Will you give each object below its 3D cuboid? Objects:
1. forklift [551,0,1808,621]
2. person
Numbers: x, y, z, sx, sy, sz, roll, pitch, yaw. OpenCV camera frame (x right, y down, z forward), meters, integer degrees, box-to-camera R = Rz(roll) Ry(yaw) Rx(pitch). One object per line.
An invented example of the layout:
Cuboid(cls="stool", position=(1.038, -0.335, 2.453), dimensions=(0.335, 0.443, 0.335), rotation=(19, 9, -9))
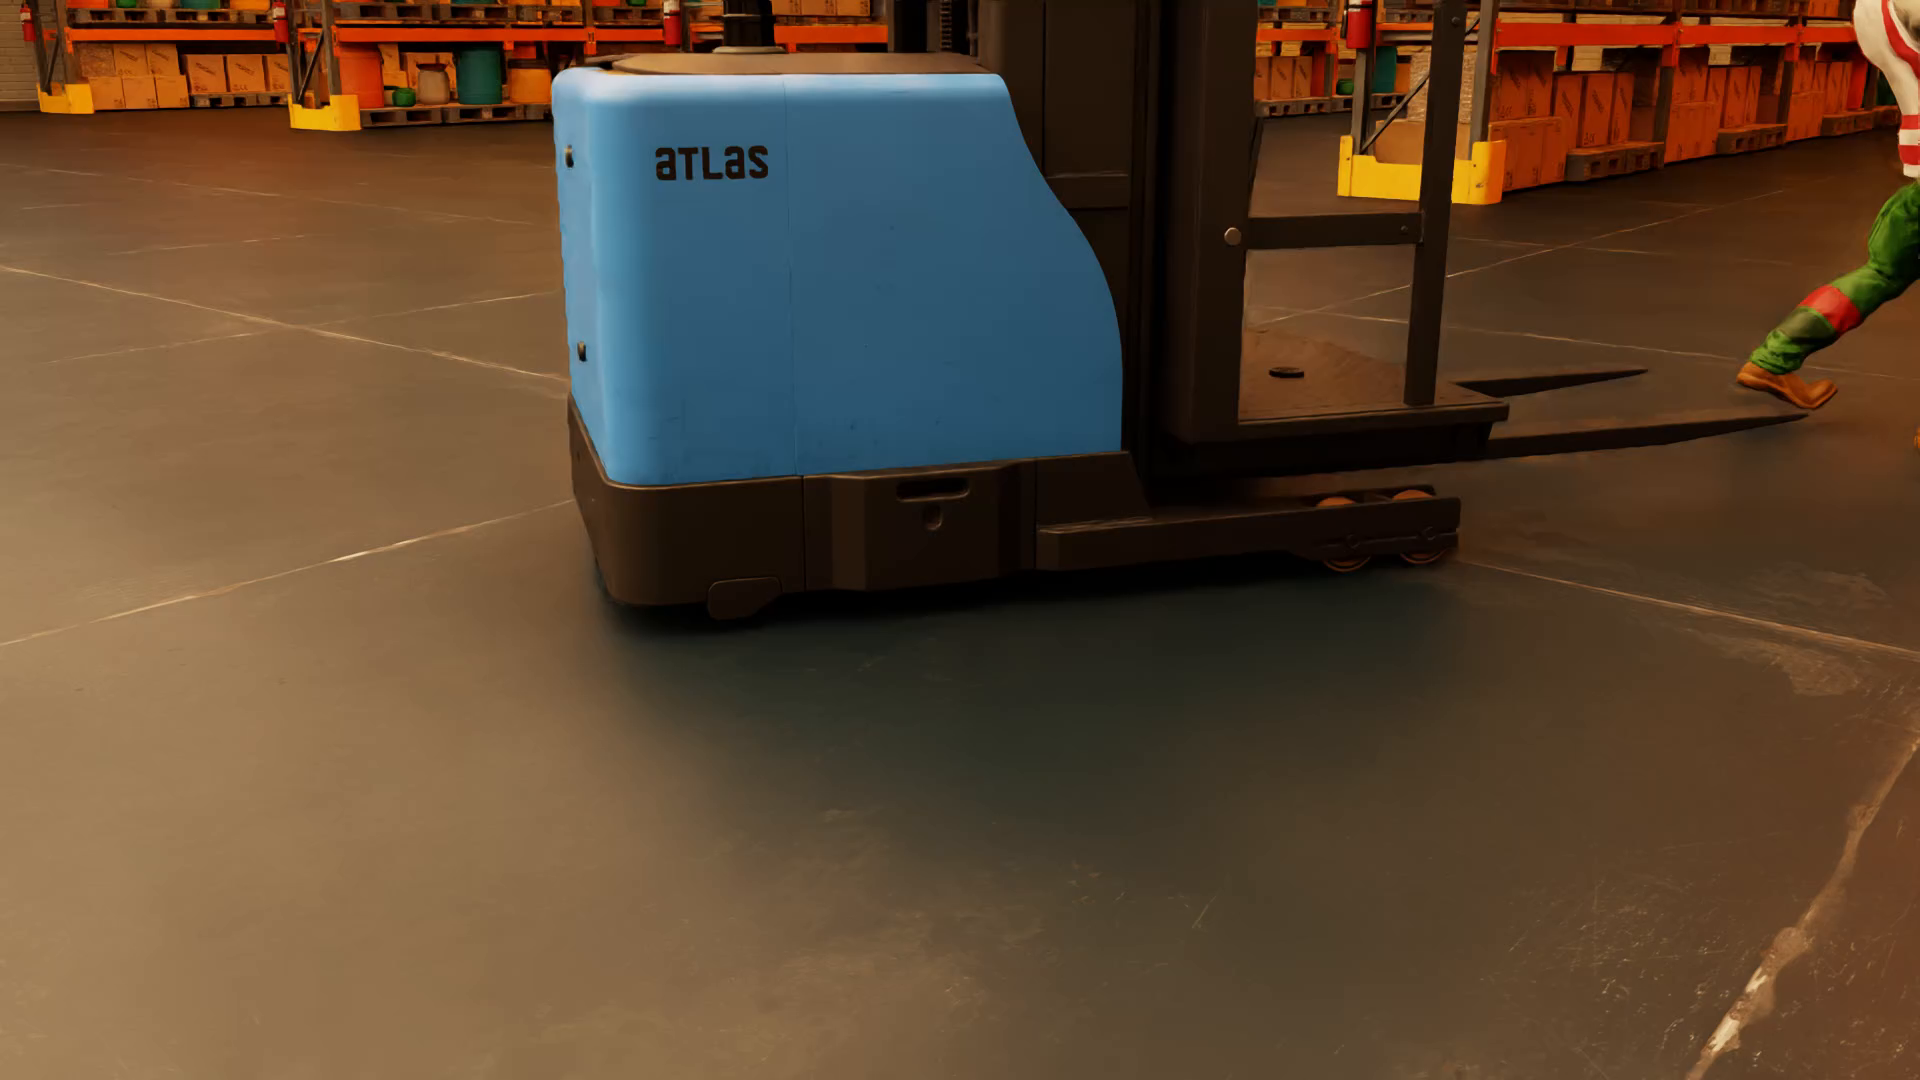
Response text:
Cuboid(cls="forklift", position=(0.618, -1.472, 3.744), dimensions=(3.031, 2.935, 1.130), rotation=(-5, 18, -17))
Cuboid(cls="person", position=(2.836, -1.017, 4.544), dimensions=(0.808, 1.557, 0.997), rotation=(-2, 17, -6))
